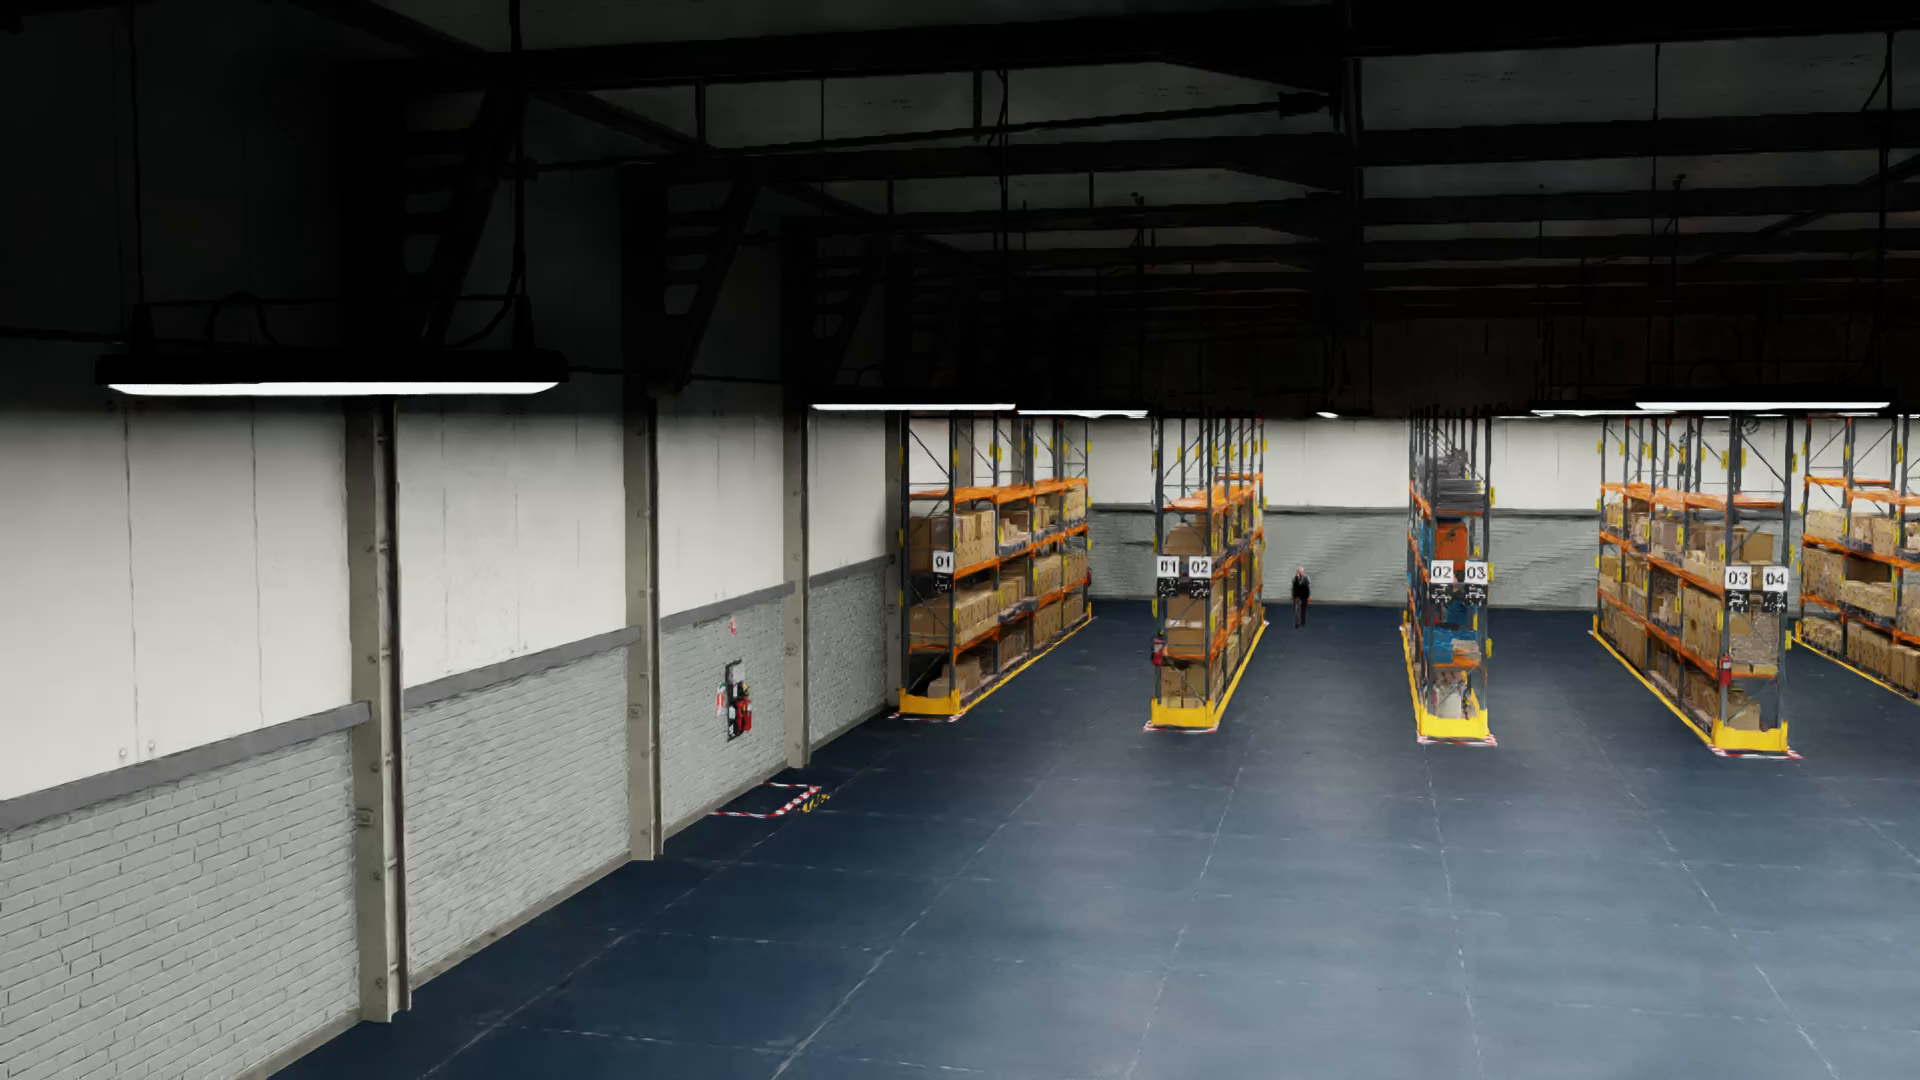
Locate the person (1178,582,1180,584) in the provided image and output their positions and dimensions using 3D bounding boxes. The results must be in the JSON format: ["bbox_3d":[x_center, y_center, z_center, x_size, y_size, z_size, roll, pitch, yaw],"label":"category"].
[{"bbox_3d":[6.155,1.621,45.972,0.592,1.629,0.531,1,4,12],"label":"person"}]

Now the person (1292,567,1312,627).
[{"bbox_3d":[9.502,1.574,46.239,0.555,1.673,1.029,1,4,13],"label":"person"}]
